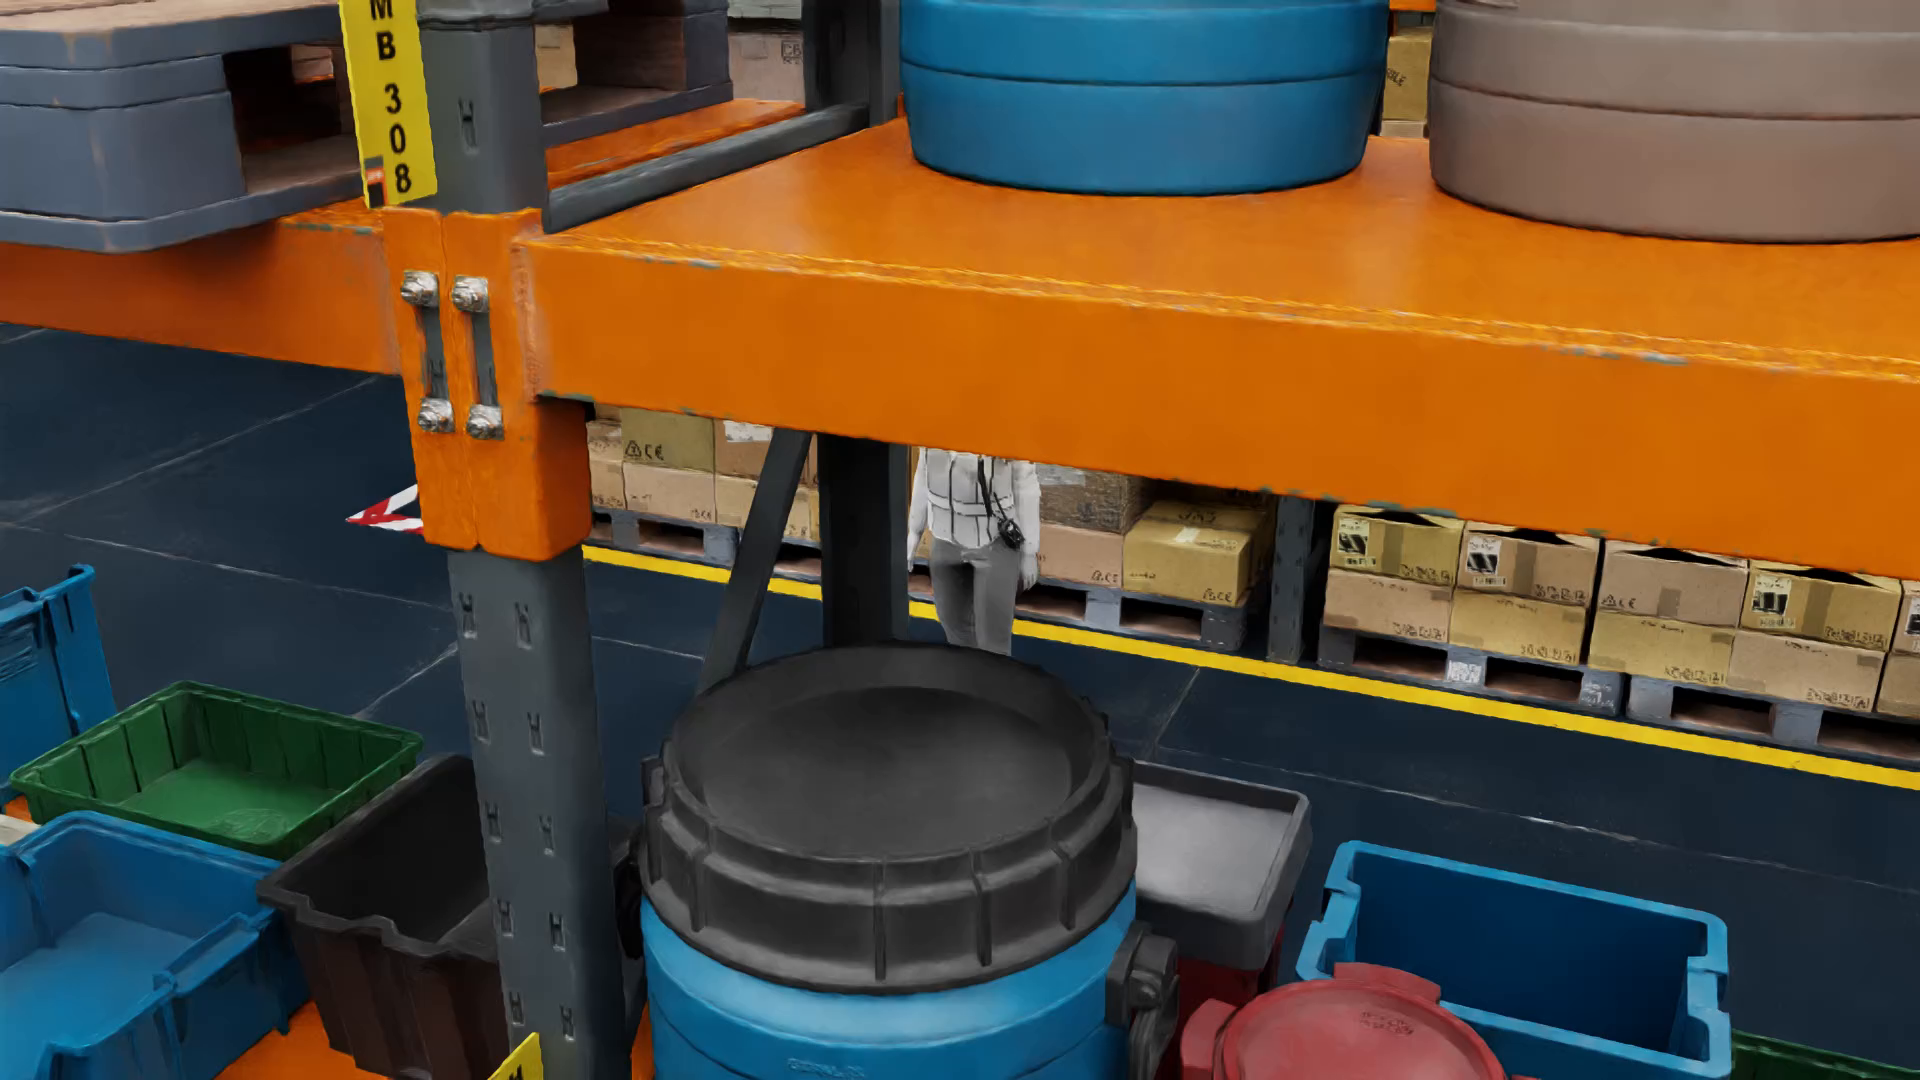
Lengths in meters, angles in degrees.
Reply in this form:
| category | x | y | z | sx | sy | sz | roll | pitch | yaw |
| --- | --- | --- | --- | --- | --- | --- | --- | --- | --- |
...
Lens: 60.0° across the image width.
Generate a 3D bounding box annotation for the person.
| category | x | y | z | sx | sy | sz | roll | pitch | yaw |
| --- | --- | --- | --- | --- | --- | --- | --- | --- | --- |
| person | 0.019 | -0.024 | 6.139 | 0.643 | 1.669 | 0.473 | 18 | 28 | 36 |
